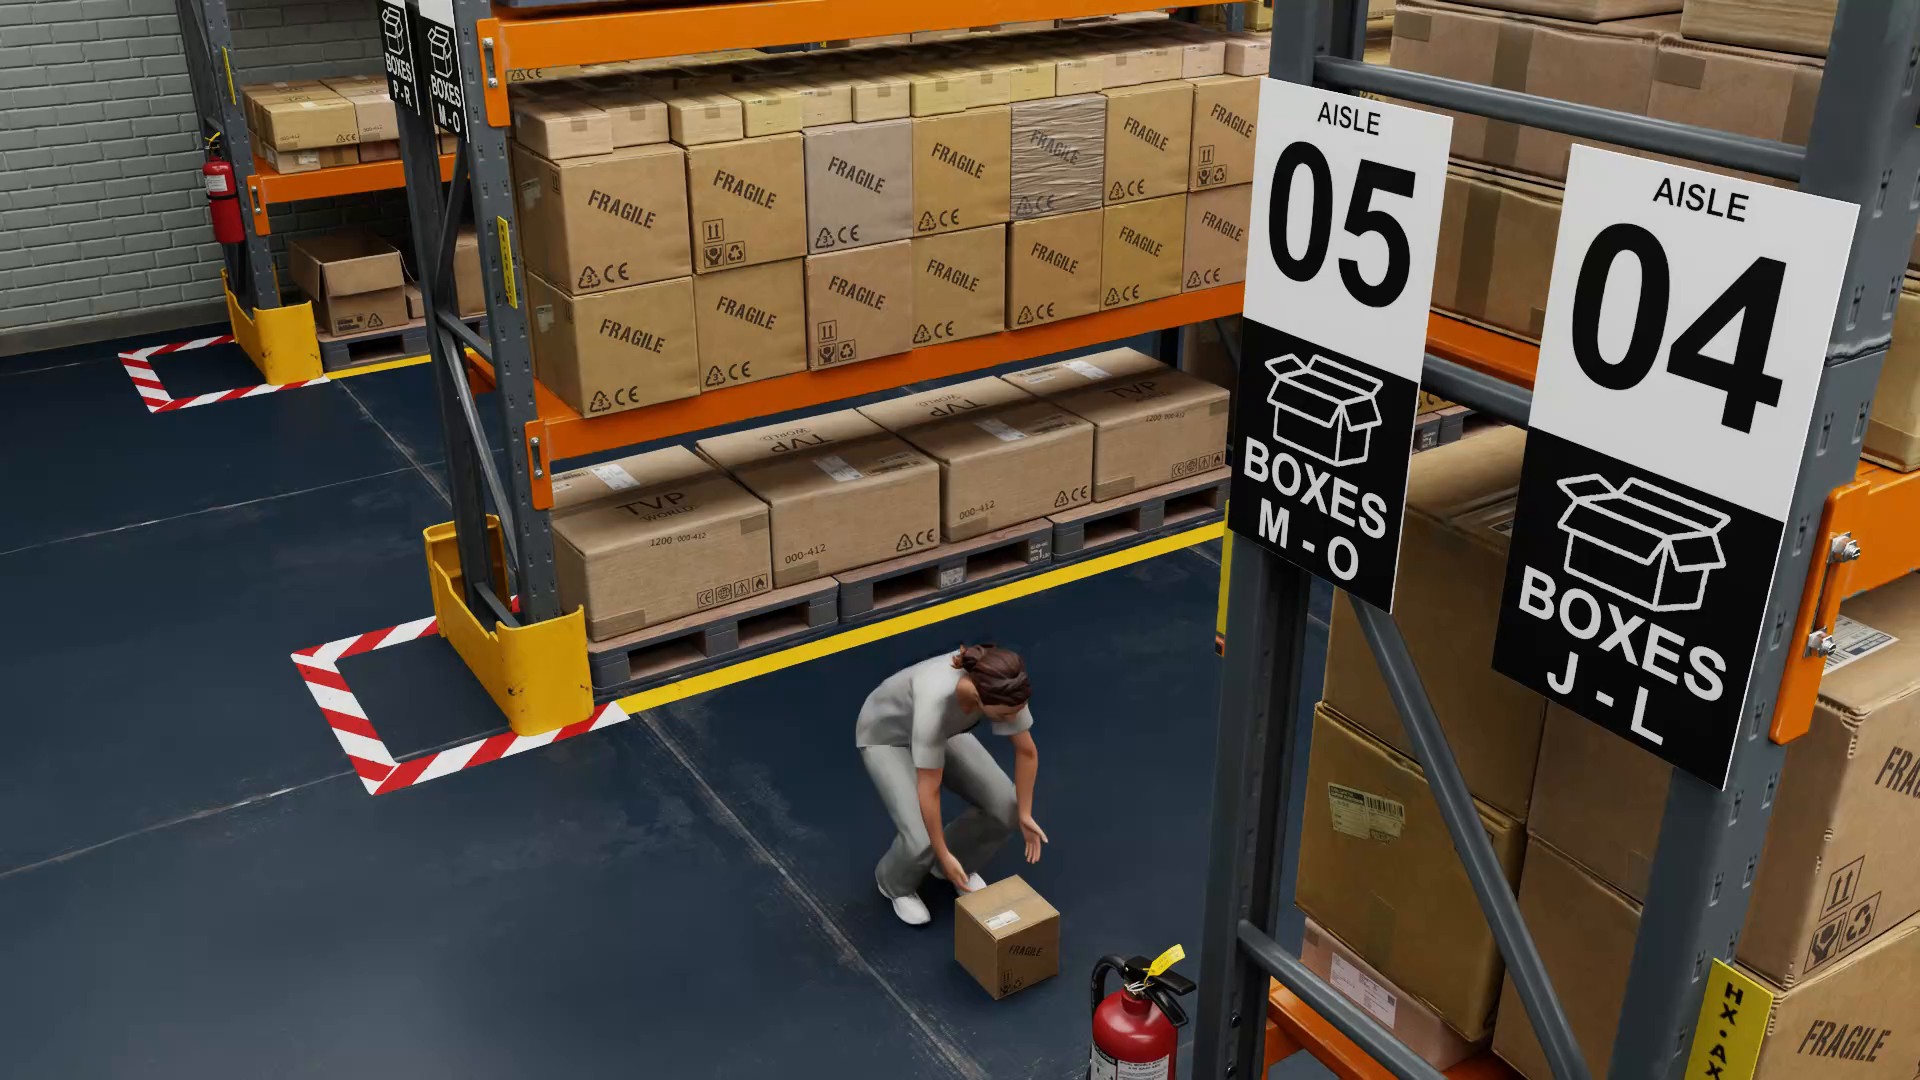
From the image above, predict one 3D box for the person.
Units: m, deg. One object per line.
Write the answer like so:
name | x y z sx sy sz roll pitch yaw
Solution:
person | -0.028 0.771 5.616 0.494 1.130 0.750 -16 29 -30
